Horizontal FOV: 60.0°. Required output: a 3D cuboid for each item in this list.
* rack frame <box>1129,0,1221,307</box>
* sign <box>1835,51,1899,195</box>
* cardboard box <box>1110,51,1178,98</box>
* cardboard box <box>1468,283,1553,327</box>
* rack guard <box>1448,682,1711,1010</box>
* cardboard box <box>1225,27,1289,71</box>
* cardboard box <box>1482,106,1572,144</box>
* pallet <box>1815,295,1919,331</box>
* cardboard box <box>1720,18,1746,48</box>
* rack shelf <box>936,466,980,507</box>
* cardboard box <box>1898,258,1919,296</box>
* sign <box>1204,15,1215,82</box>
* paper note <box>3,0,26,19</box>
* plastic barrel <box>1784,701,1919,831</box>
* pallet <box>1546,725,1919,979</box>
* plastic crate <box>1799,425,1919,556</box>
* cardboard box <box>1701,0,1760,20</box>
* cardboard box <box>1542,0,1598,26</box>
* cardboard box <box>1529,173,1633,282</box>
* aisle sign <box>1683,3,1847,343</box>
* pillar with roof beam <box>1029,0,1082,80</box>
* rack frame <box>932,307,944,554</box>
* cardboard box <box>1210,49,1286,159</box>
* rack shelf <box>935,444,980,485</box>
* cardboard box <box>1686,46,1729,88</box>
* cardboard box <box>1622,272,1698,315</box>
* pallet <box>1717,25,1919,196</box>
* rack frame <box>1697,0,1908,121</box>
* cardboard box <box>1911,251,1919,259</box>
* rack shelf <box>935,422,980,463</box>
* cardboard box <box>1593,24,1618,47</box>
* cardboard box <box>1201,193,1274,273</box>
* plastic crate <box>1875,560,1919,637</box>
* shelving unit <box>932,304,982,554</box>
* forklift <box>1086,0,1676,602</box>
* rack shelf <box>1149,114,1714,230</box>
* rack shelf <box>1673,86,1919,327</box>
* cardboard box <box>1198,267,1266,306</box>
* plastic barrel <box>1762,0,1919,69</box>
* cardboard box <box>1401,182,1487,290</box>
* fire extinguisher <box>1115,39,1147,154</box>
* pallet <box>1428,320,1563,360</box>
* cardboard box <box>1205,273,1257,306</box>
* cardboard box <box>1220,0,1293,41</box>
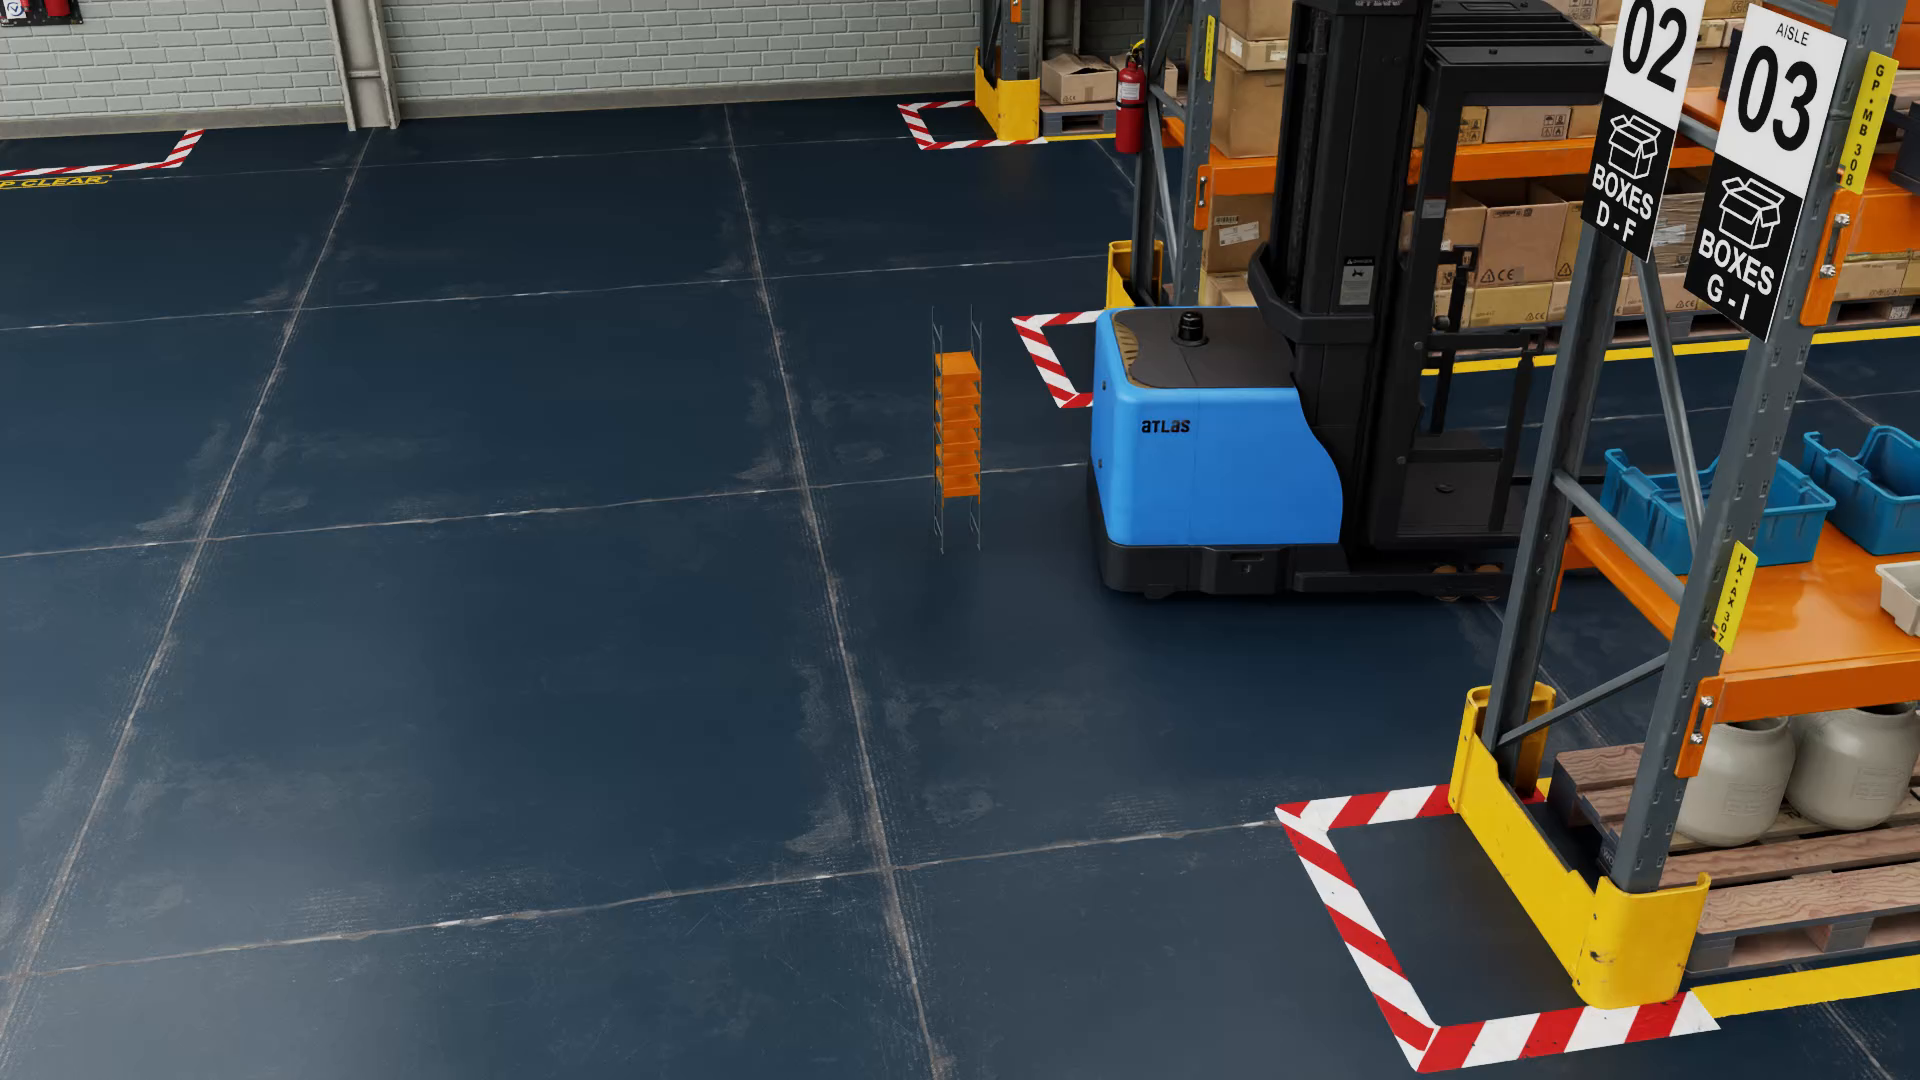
[{"bbox_3d":[1.220,-2.460,9.475,0.127,3.000,1.000,-5,31,-9],"label":"rack frame"},{"bbox_3d":[2.203,-1.012,4.044,0.005,0.325,0.100,-5,31,-9],"label":"sign"},{"bbox_3d":[1.582,-4.031,14.364,0.500,0.311,0.500,-3,31,-5],"label":"cardboard box"},{"bbox_3d":[3.263,-1.530,10.191,0.500,0.250,0.500,-5,31,-9],"label":"cardboard box"},{"bbox_3d":[2.175,1.057,5.959,0.348,0.500,1.175,-5,31,-9],"label":"rack guard"},{"bbox_3d":[1.645,-2.711,9.163,0.250,0.149,0.380,-6,31,-9],"label":"cardboard box"},{"bbox_3d":[3.204,-2.682,9.754,0.500,0.500,0.700,-4,31,-7],"label":"cardboard box"},{"bbox_3d":[5.872,-1.710,10.950,1.213,0.211,1.003,-5,31,-9],"label":"pallet"},{"bbox_3d":[4.425,-2.970,9.603,0.250,0.149,0.380,-6,31,-10],"label":"cardboard box"},{"bbox_3d":[-0.014,-0.271,8.088,0.180,0.103,0.258,-5,31,-9],"label":"rack shelf"},{"bbox_3d":[6.099,-1.780,10.617,0.500,0.250,0.500,-5,31,-8],"label":"cardboard box"},{"bbox_3d":[1.314,-2.590,8.764,0.005,0.325,0.100,-5,31,-9],"label":"sign"},{"bbox_3d":[-7.669,-4.309,13.488,0.142,0.148,0.016,-5,31,-9],"label":"paper note"},{"bbox_3d":[3.235,0.757,6.043,0.421,0.512,0.421,0,30,0],"label":"plastic barrel"},{"bbox_3d":[2.975,1.110,6.154,1.213,0.211,1.003,-5,31,-9],"label":"pallet"},{"bbox_3d":[3.187,-0.177,5.739,0.408,0.251,0.499,-5,31,-9],"label":"plastic crate"},{"bbox_3d":[4.222,-3.337,9.588,0.500,0.500,0.700,-5,31,-9],"label":"cardboard box"},{"bbox_3d":[3.238,-3.247,9.434,0.500,0.500,0.700,-5,31,-9],"label":"cardboard box"},{"bbox_3d":[3.753,-1.906,10.090,0.500,0.500,0.500,-5,31,-9],"label":"cardboard box"},{"bbox_3d":[2.090,-0.958,4.356,0.004,0.787,0.394,-5,31,-9],"label":"aisle sign"},{"bbox_3d":[1.632,-5.865,9.346,0.400,9.000,9.100,-5,31,-9],"label":"pillar with roof beam"},{"bbox_3d":[-0.104,-0.508,7.929,0.006,1.200,0.240,-5,31,-9],"label":"rack frame"},{"bbox_3d":[1.681,-2.540,9.511,0.500,0.500,0.700,-5,31,-9],"label":"cardboard box"},{"bbox_3d":[-0.014,-0.374,8.027,0.180,0.103,0.258,-5,31,-9],"label":"rack shelf"},{"bbox_3d":[4.202,-2.773,9.909,0.500,0.500,0.700,-6,31,-9],"label":"cardboard box"},{"bbox_3d":[4.244,-1.629,10.360,0.500,0.250,0.500,-5,31,-9],"label":"cardboard box"},{"bbox_3d":[2.940,-1.229,4.607,1.213,0.211,1.003,-5,31,-9],"label":"pallet"},{"bbox_3d":[2.108,-2.576,3.753,0.127,3.000,1.000,-5,31,-9],"label":"rack frame"},{"bbox_3d":[6.099,-2.020,10.470,0.500,0.311,0.500,-6,31,-10],"label":"cardboard box"},{"bbox_3d":[-0.014,-0.478,7.966,0.180,0.103,0.258,-5,31,-9],"label":"rack shelf"},{"bbox_3d":[3.676,-2.901,9.486,0.250,0.149,0.380,-4,31,-7],"label":"cardboard box"},{"bbox_3d":[1.694,-1.977,10.211,0.500,0.500,0.500,-5,31,-9],"label":"cardboard box"},{"bbox_3d":[3.047,0.202,5.207,0.250,0.136,0.298,-5,31,-9],"label":"plastic crate"},{"bbox_3d":[-0.014,-0.516,7.944,0.189,1.200,0.258,-5,31,-9],"label":"shelving unit"},{"bbox_3d":[2.172,-1.246,7.477,3.031,2.935,1.130,-1,30,-1],"label":"forklift"},{"bbox_3d":[3.187,-2.333,9.968,4.000,0.370,1.077,-5,31,-9],"label":"rack shelf"},{"bbox_3d":[4.076,-1.156,5.007,4.000,0.370,1.077,-5,31,-9],"label":"rack shelf"},{"bbox_3d":[1.694,-1.652,10.399,0.500,0.250,0.500,-5,31,-9],"label":"cardboard box"},{"bbox_3d":[2.564,-1.757,4.482,0.708,0.830,0.600,-5,31,-9],"label":"plastic barrel"},{"bbox_3d":[2.768,-1.816,9.938,0.500,0.500,0.500,-5,31,-9],"label":"cardboard box"},{"bbox_3d":[1.020,-2.648,9.870,0.183,0.674,0.296,-5,31,-9],"label":"fire extinguisher"},{"bbox_3d":[3.162,-1.459,10.522,1.213,0.211,1.003,-5,31,-9],"label":"pallet"},{"bbox_3d":[1.787,-1.394,9.960,0.500,0.250,0.500,-5,31,-9],"label":"cardboard box"},{"bbox_3d":[1.734,-3.104,9.190,0.500,0.500,0.700,-5,31,-9],"label":"cardboard box"}]
